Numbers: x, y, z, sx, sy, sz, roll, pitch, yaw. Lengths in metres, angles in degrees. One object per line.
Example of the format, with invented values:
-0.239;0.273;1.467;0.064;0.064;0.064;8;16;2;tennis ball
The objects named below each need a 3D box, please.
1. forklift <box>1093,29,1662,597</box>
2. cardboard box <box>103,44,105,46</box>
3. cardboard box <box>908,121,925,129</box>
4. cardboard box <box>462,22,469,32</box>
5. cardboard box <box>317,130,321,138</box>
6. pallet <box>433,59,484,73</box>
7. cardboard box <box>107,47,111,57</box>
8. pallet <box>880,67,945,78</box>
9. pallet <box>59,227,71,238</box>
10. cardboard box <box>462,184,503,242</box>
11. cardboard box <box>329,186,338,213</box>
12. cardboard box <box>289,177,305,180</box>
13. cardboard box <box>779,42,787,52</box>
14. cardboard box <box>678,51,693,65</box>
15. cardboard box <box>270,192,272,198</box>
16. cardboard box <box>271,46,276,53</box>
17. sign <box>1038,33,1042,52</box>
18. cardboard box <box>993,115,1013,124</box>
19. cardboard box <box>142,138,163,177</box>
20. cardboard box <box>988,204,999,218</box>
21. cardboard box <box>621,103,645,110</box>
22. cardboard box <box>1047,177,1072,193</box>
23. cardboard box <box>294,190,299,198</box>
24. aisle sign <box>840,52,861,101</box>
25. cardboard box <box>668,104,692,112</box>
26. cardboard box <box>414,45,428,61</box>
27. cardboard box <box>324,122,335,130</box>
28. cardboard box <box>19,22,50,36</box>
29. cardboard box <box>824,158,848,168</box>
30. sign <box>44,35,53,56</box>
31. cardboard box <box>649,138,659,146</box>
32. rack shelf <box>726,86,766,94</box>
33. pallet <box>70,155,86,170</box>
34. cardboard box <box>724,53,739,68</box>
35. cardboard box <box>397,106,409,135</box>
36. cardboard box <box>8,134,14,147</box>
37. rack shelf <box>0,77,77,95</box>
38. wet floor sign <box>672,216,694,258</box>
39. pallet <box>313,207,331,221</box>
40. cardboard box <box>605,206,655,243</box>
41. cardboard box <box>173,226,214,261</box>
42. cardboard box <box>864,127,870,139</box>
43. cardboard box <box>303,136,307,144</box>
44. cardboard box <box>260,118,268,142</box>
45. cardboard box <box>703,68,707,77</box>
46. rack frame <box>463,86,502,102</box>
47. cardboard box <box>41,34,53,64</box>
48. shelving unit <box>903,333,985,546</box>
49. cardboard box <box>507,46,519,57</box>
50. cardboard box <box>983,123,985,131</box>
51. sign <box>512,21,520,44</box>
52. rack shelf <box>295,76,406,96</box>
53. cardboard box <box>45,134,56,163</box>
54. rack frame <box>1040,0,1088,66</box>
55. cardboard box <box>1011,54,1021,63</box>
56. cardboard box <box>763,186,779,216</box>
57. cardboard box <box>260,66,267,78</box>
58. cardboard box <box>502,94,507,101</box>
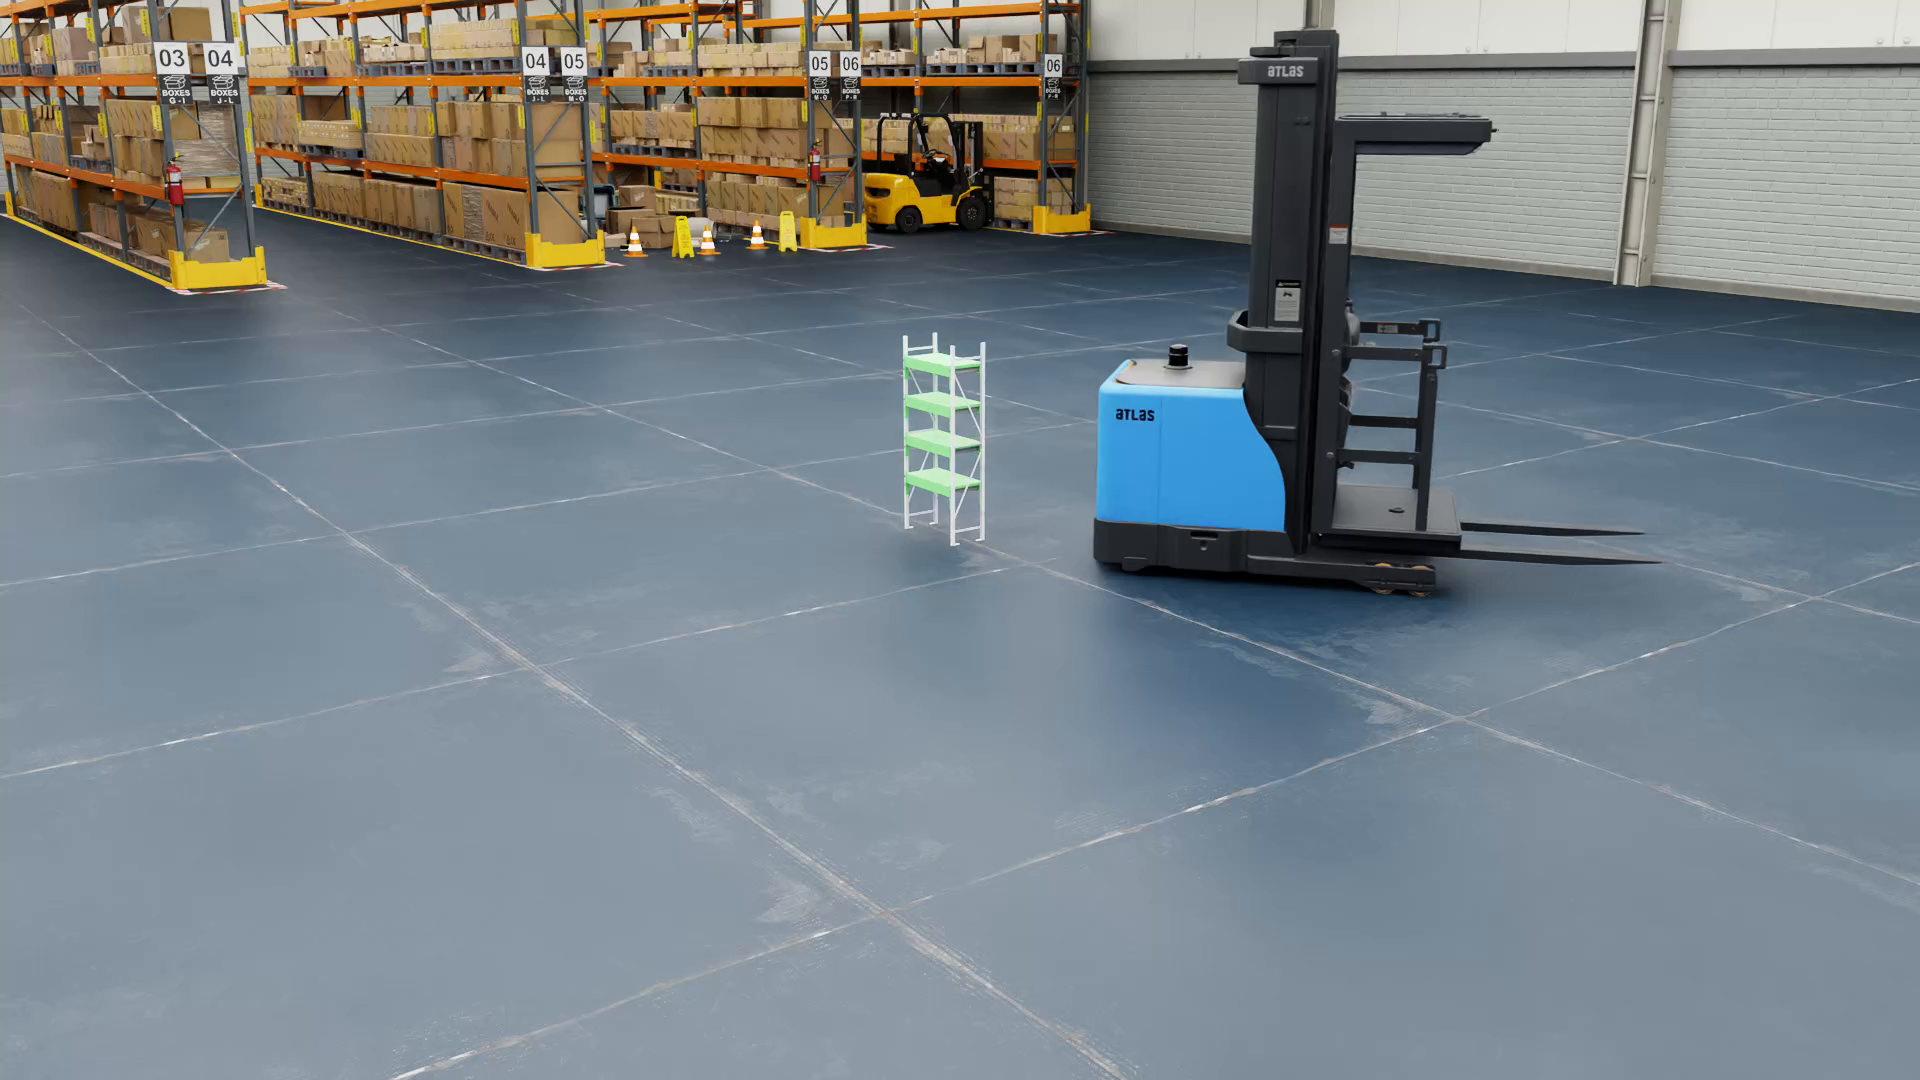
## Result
2.328;-1.263;9.139;3.031;2.935;1.130;4;16;13;forklift
-13.115;-7.559;25.788;0.396;0.266;0.258;-10;18;-33;cardboard box
-0.833;-8.498;34.024;0.380;0.149;0.250;-10;18;-33;cardboard box
-7.577;-8.043;26.078;0.380;0.149;0.250;-11;19;-35;cardboard box
-12.479;-8.035;32.870;0.380;0.149;0.250;-11;19;-35;cardboard box
-7.938;-7.765;27.250;1.003;0.211;1.213;-11;19;-35;pallet
-12.328;-7.192;24.518;0.380;0.149;0.250;-12;19;-37;cardboard box
-0.982;-9.639;34.293;0.805;0.209;1.217;-12;19;-37;pallet
-15.949;-5.738;30.642;1.003;0.211;1.213;-11;19;-35;pallet
-7.564;-5.378;27.272;0.875;0.875;0.875;-11;19;-34;cardboard box
-12.263;-6.821;33.255;0.500;0.500;0.500;-10;18;-34;cardboard box
-14.848;-8.078;37.385;0.380;0.149;0.250;-10;18;-33;cardboard box
-2.837;-8.322;28.084;0.380;0.149;0.250;-11;19;-35;cardboard box
-4.926;-9.006;31.107;0.500;0.250;0.500;-11;19;-36;cardboard box
-15.197;-7.722;37.214;0.380;0.149;0.250;-11;19;-35;cardboard box
-14.300;-10.350;35.109;0.380;0.149;0.250;-11;19;-35;cardboard box
1.452;-8.999;30.063;0.100;0.325;0.005;-11;19;-35;sign
0.843;-7.995;31.624;0.380;0.149;0.250;-10;18;-33;cardboard box
-10.822;-5.336;23.138;0.875;0.500;0.500;-11;19;-35;cardboard box
0.796;-6.388;32.146;0.500;0.250;0.500;-11;19;-34;cardboard box
-6.910;-8.855;34.664;0.500;0.500;0.500;-12;19;-36;cardboard box
1.770;-6.735;31.520;0.500;0.250;0.500;-11;19;-35;cardboard box
-13.897;-7.345;35.270;0.380;0.149;0.250;-12;19;-36;cardboard box
-1.827;-7.762;27.828;0.394;0.787;0.004;-11;19;-35;aisle sign
-5.336;-8.243;31.734;0.380;0.149;0.250;-12;19;-36;cardboard box
-8.955;-8.288;28.294;0.500;0.250;0.500;-11;19;-34;cardboard box
-12.180;-8.070;32.431;0.380;0.149;0.250;-10;18;-32;cardboard box
-17.733;-9.806;31.947;0.500;0.250;0.500;-12;20;-38;cardboard box
-2.146;-6.456;28.460;0.380;0.149;0.250;-11;19;-34;cardboard box
-15.287;-8.293;27.882;0.100;0.325;0.005;-11;19;-35;sign
-5.866;-7.812;32.616;0.380;0.149;0.250;-10;18;-33;cardboard box
-3.981;-10.479;38.363;1.077;0.370;4.000;-11;19;-35;rack shelf
-14.328;-6.415;28.195;1.213;0.211;1.003;-11;19;-35;pallet
-3.834;-8.491;29.456;0.500;0.250;0.500;-11;19;-34;cardboard box
-9.604;-7.498;29.707;0.700;0.500;0.500;-11;19;-35;cardboard box
-18.870;-8.060;33.564;0.500;0.250;0.500;-12;19;-36;cardboard box
-18.361;-9.024;33.046;1.077;0.370;4.000;-11;19;-35;rack shelf
-4.440;-4.849;26.569;0.232;0.644;0.267;14;21;42;wet floor sign
-12.655;-6.734;34.282;1.003;0.211;1.213;-11;19;-35;pallet
-5.751;-5.515;29.015;0.797;0.637;0.503;-11;19;-35;cardboard box
-10.863;-4.190;23.642;0.500;0.500;0.500;-6;16;-20;cardboard box
-1.834;-8.662;35.378;0.500;0.250;0.500;-11;19;-34;cardboard box
-13.087;-8.113;33.717;0.380;0.149;0.250;-11;18;-34;cardboard box
-15.090;-9.042;36.678;0.500;0.500;0.500;-11;19;-34;cardboard box
-4.481;-8.547;30.416;0.380;0.149;0.250;-11;19;-35;cardboard box
-11.521;-9.890;40.527;1.000;3.000;0.127;-11;19;-35;rack frame
-15.829;-8.630;29.259;0.500;0.500;0.500;-10;18;-32;cardboard box
-0.097;-0.614;10.047;0.258;1.200;0.503;-11;19;-35;shelving unit
-6.528;-7.278;24.794;0.380;0.149;0.250;-11;19;-35;cardboard box
0.621;-7.973;32.108;0.380;0.149;0.250;-11;19;-35;cardboard box
-6.505;-7.437;24.359;0.100;0.325;0.005;-11;19;-35;sign
-11.938;-8.918;32.659;1.077;0.370;4.000;-11;19;-35;rack shelf
-16.219;-7.085;30.090;0.500;0.500;0.500;-10;18;-33;cardboard box
1.899;-10.138;30.070;1.000;3.000;0.127;-11;19;-35;rack frame
1.166;-8.950;30.905;0.380;0.149;0.250;-12;19;-36;cardboard box
-3.105;-5.952;29.135;0.500;0.500;0.500;-10;18;-33;cardboard box
-14.789;-10.117;35.962;0.500;0.250;0.500;-12;19;-36;cardboard box
-10.309;-10.178;38.268;0.380;0.149;0.250;-11;19;-36;cardboard box
